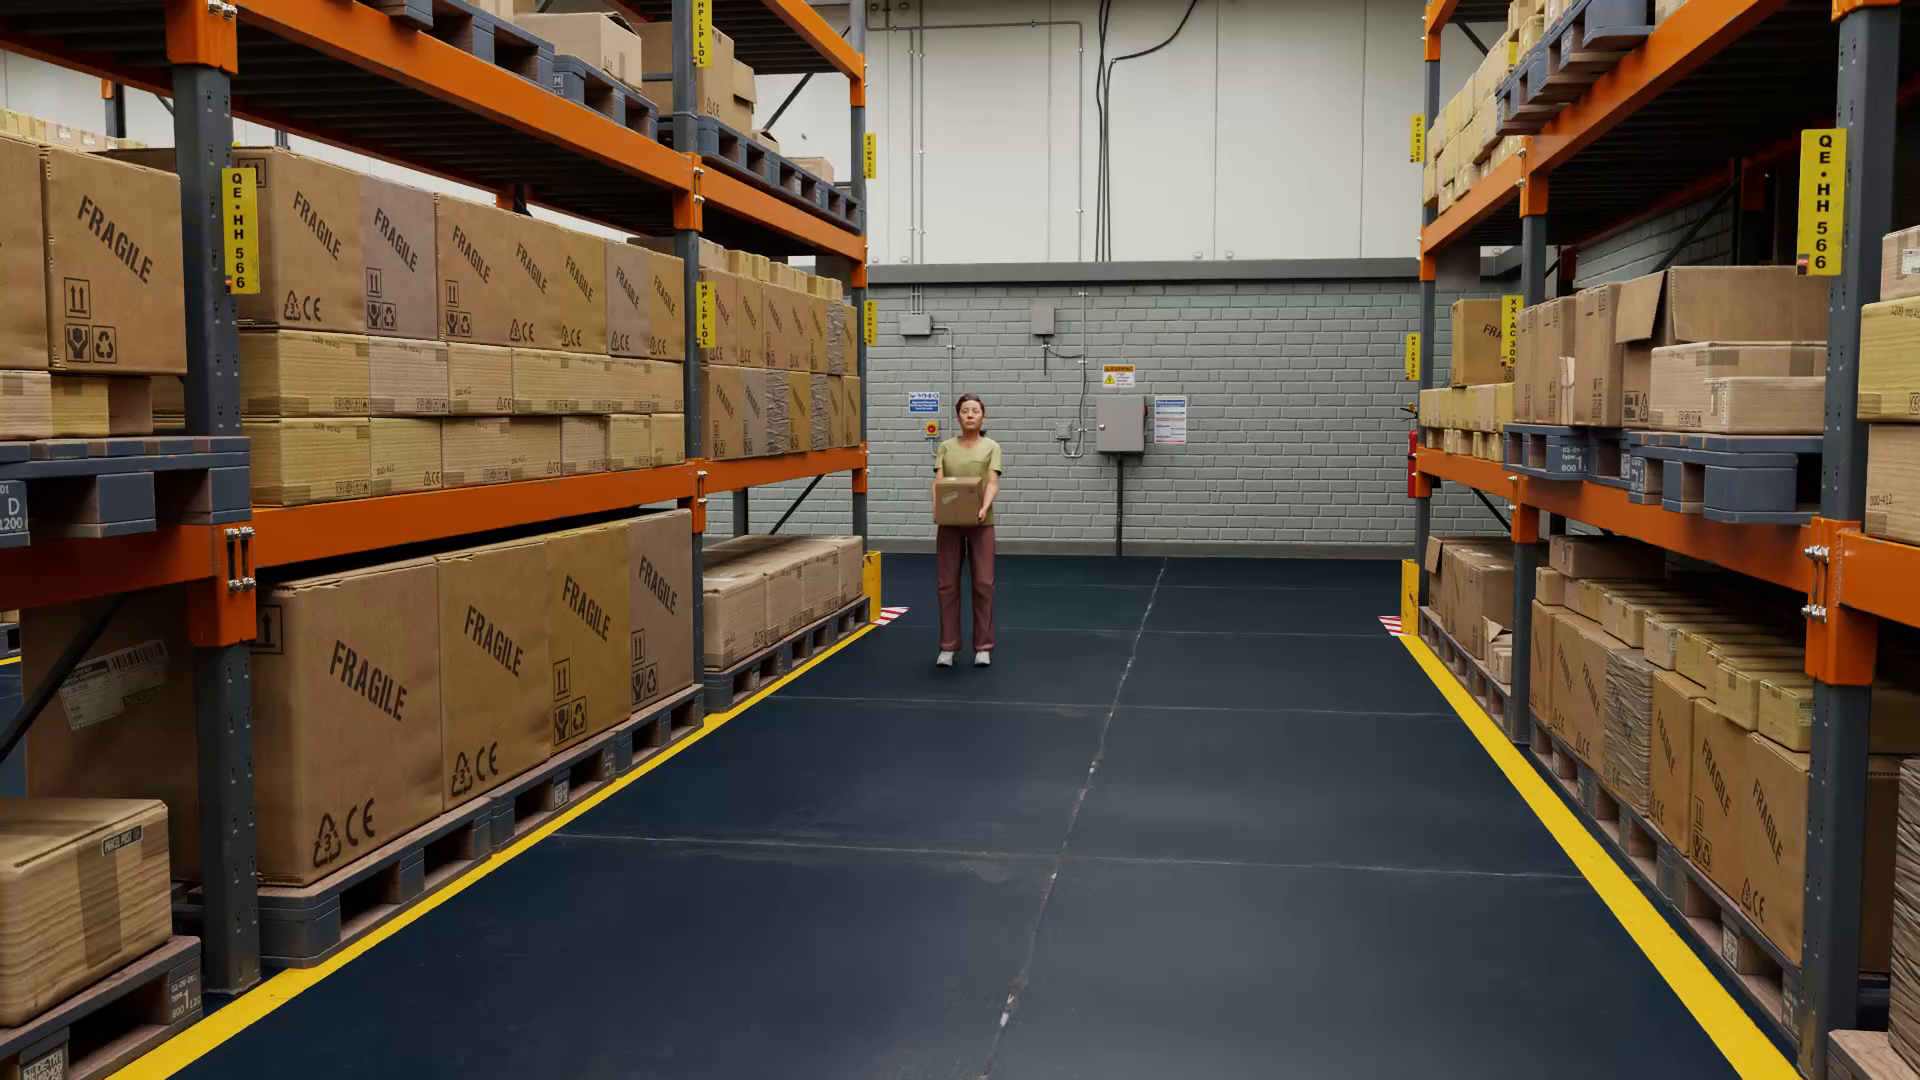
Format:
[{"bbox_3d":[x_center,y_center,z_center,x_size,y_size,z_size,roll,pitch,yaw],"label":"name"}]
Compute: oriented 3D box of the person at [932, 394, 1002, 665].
[{"bbox_3d":[0.034,-0.040,10.204,0.428,1.619,0.521,1,5,9],"label":"person"}]
